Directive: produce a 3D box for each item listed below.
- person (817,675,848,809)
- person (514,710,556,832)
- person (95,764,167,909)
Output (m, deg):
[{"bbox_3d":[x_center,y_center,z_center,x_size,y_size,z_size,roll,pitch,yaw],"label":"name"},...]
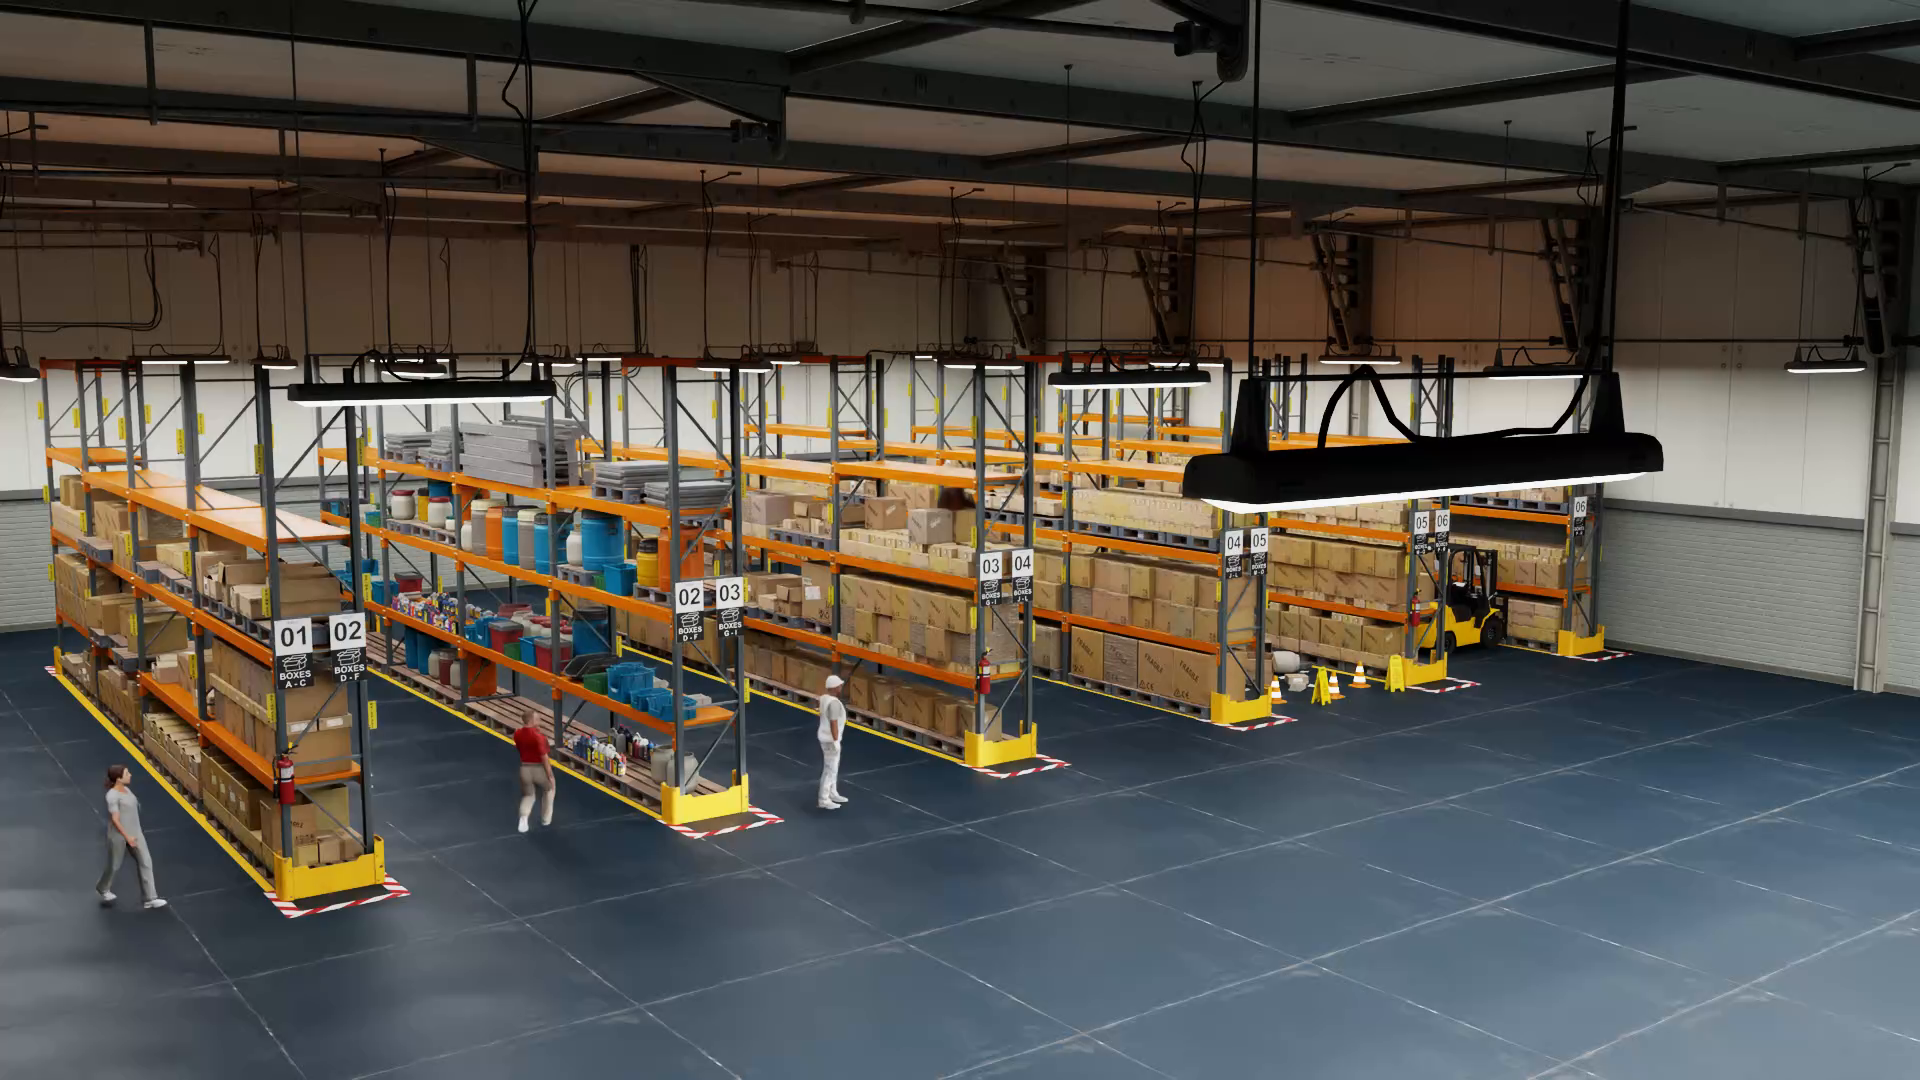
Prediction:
[{"bbox_3d":[-1.751,2.727,22.684,0.429,1.785,0.672,-1,7,-12],"label":"person"},{"bbox_3d":[-5.458,2.957,21.512,0.545,1.607,0.871,1,7,9],"label":"person"},{"bbox_3d":[-9.334,3.300,18.562,1.019,1.623,0.408,4,8,29],"label":"person"}]
